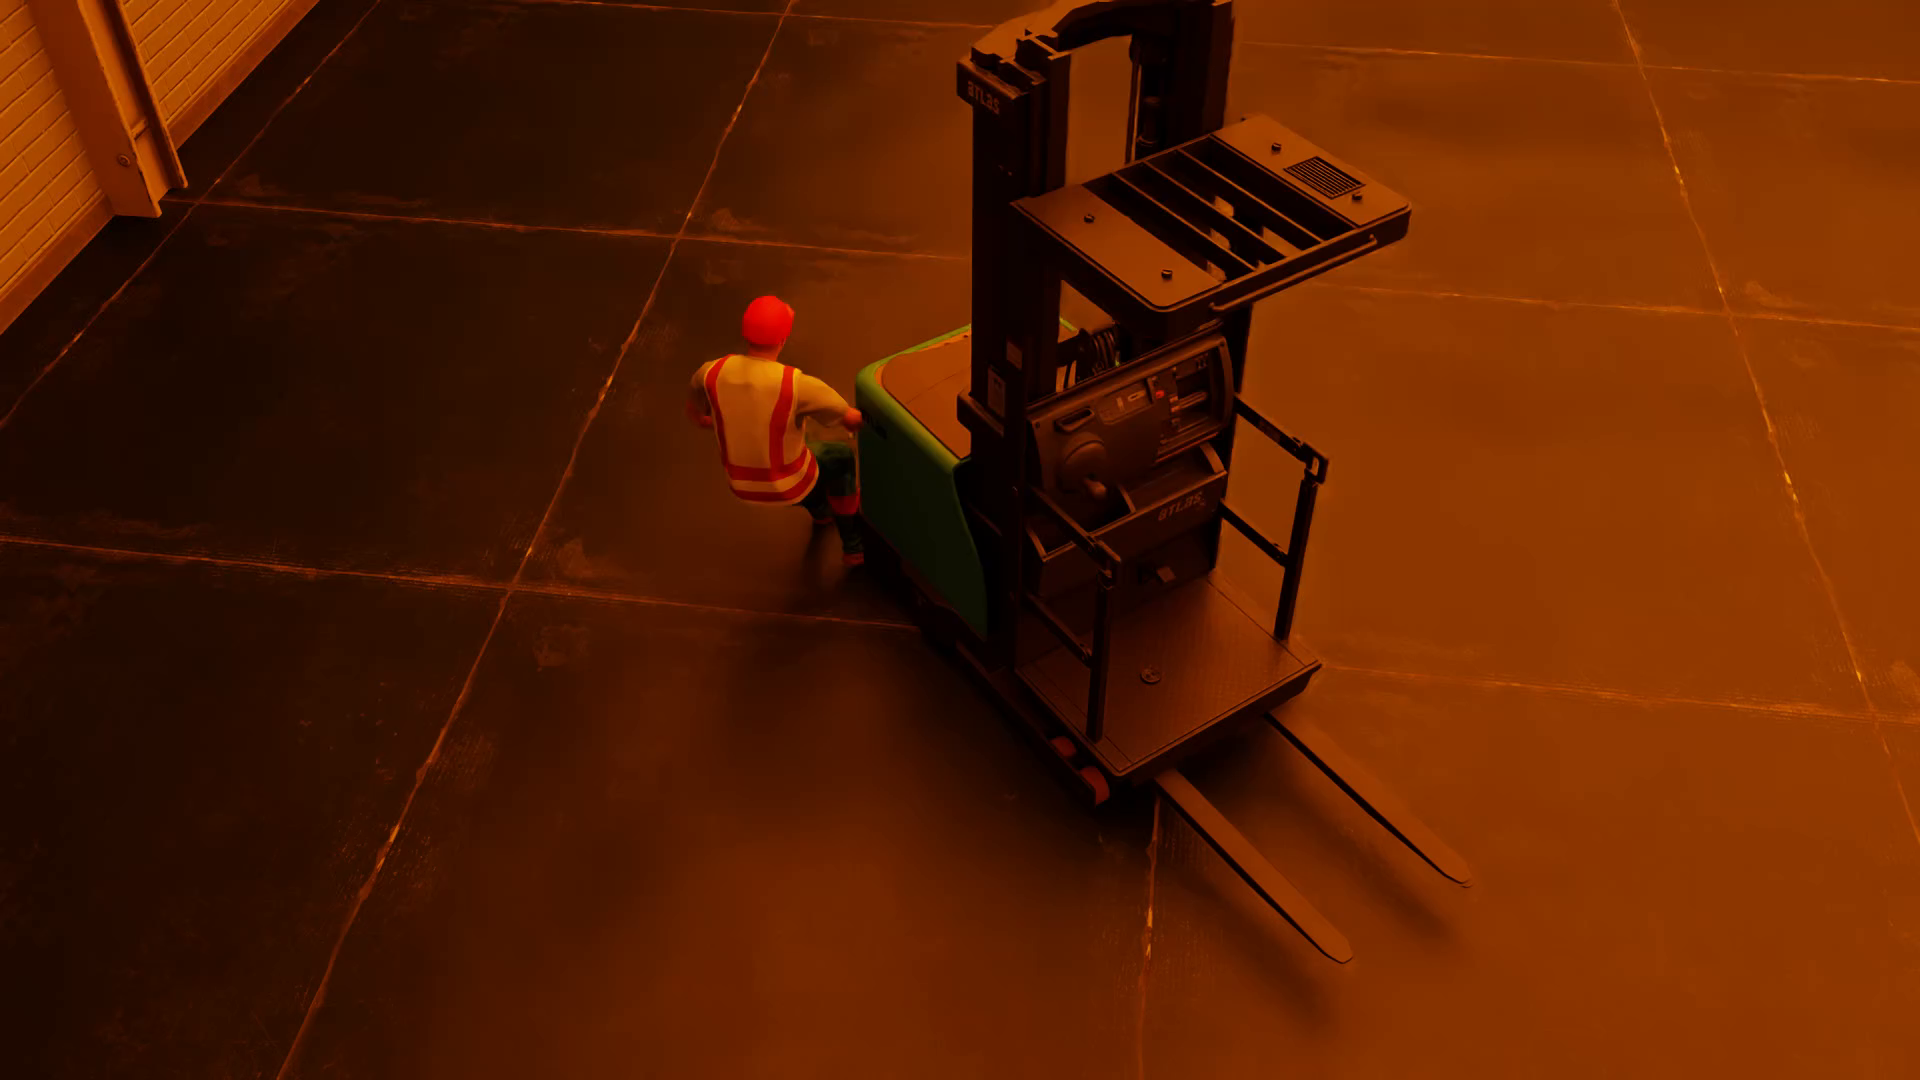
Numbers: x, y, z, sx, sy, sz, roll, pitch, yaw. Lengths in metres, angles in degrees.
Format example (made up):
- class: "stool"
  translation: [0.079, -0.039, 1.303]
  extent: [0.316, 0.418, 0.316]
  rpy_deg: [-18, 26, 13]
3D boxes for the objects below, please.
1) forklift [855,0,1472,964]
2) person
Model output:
- class: "forklift"
  translation: [0.780, -0.377, 6.135]
  extent: [1.130, 2.935, 3.031]
  rpy_deg: [-25, 48, -25]
- class: "person"
  translation: [-0.733, -0.501, 7.353]
  extent: [0.787, 1.566, 0.898]
  rpy_deg: [10, 43, 10]
